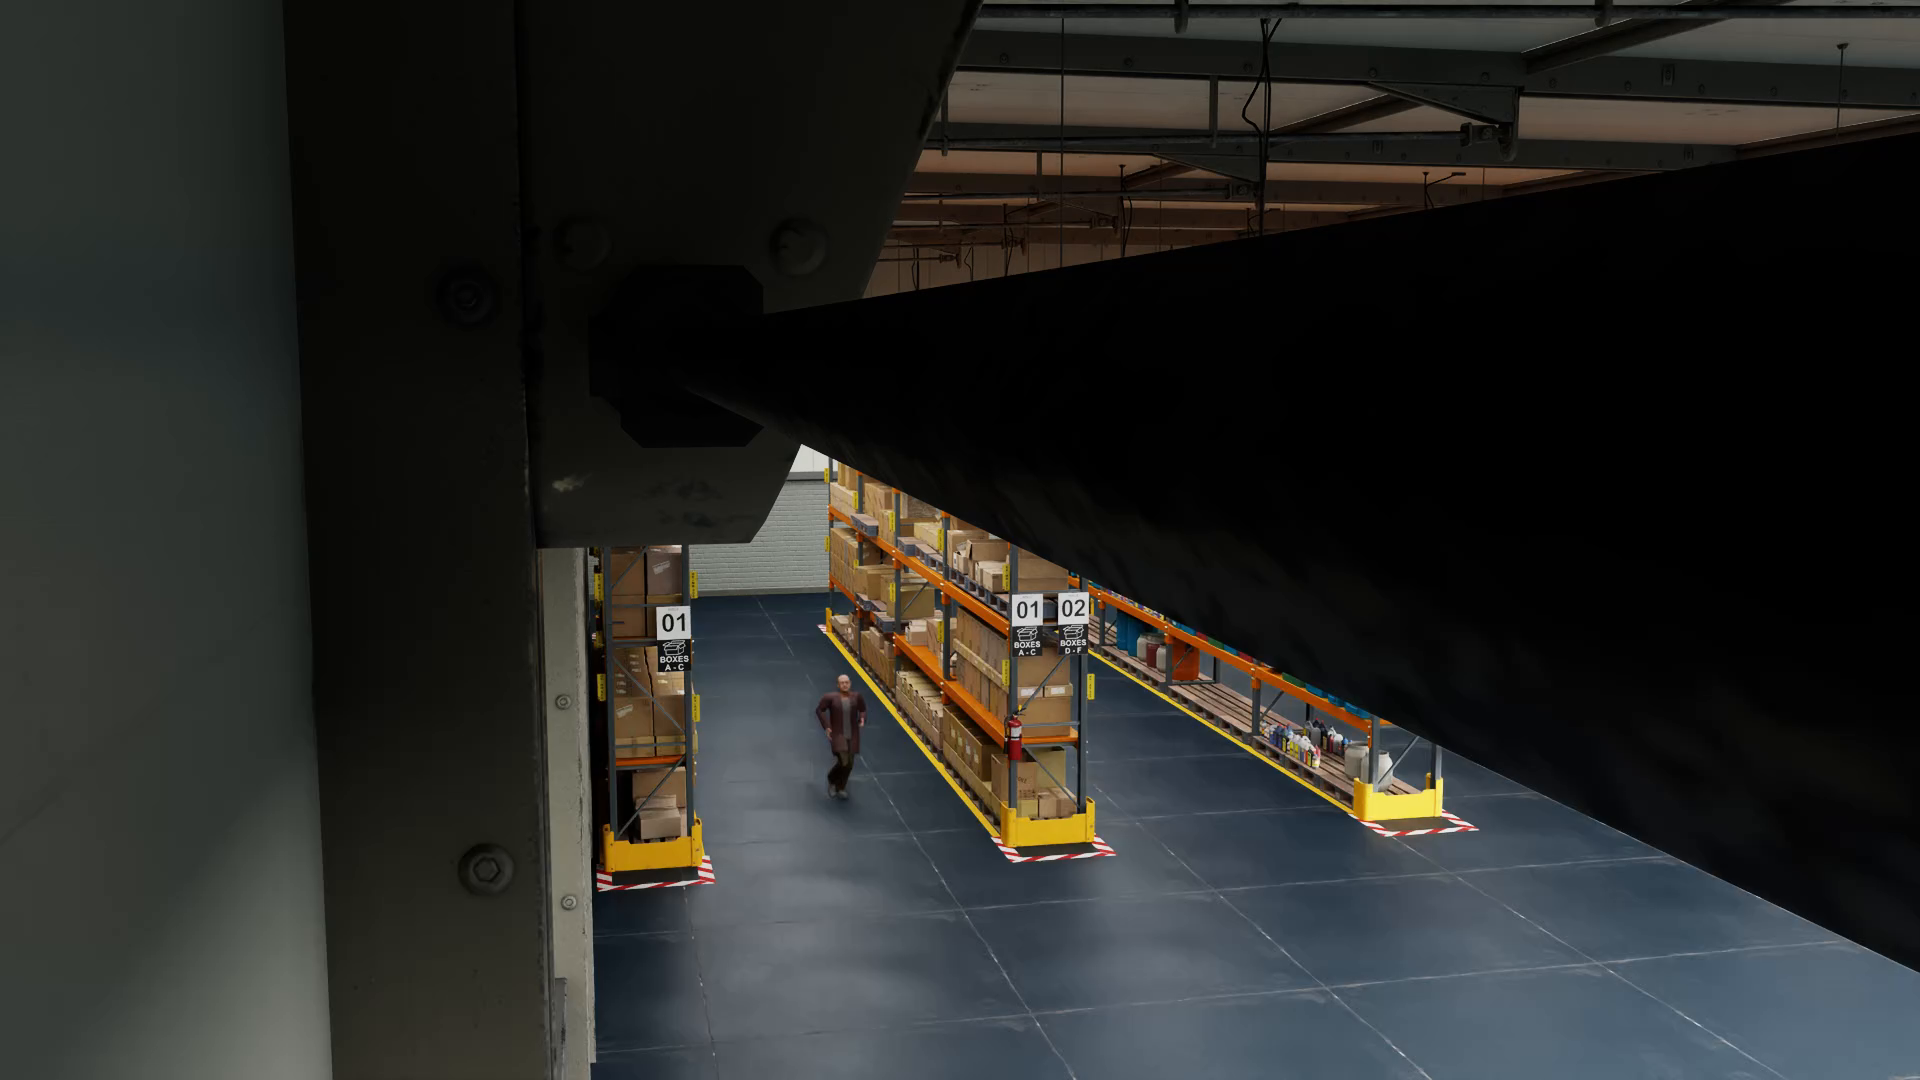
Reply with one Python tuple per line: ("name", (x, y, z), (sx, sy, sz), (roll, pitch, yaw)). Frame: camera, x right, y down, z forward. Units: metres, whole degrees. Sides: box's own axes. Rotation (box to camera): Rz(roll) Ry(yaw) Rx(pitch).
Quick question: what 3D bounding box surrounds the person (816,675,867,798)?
("person", (-1.580, 2.733, 23.006), (0.687, 1.747, 0.665), (-3, 7, -23))
